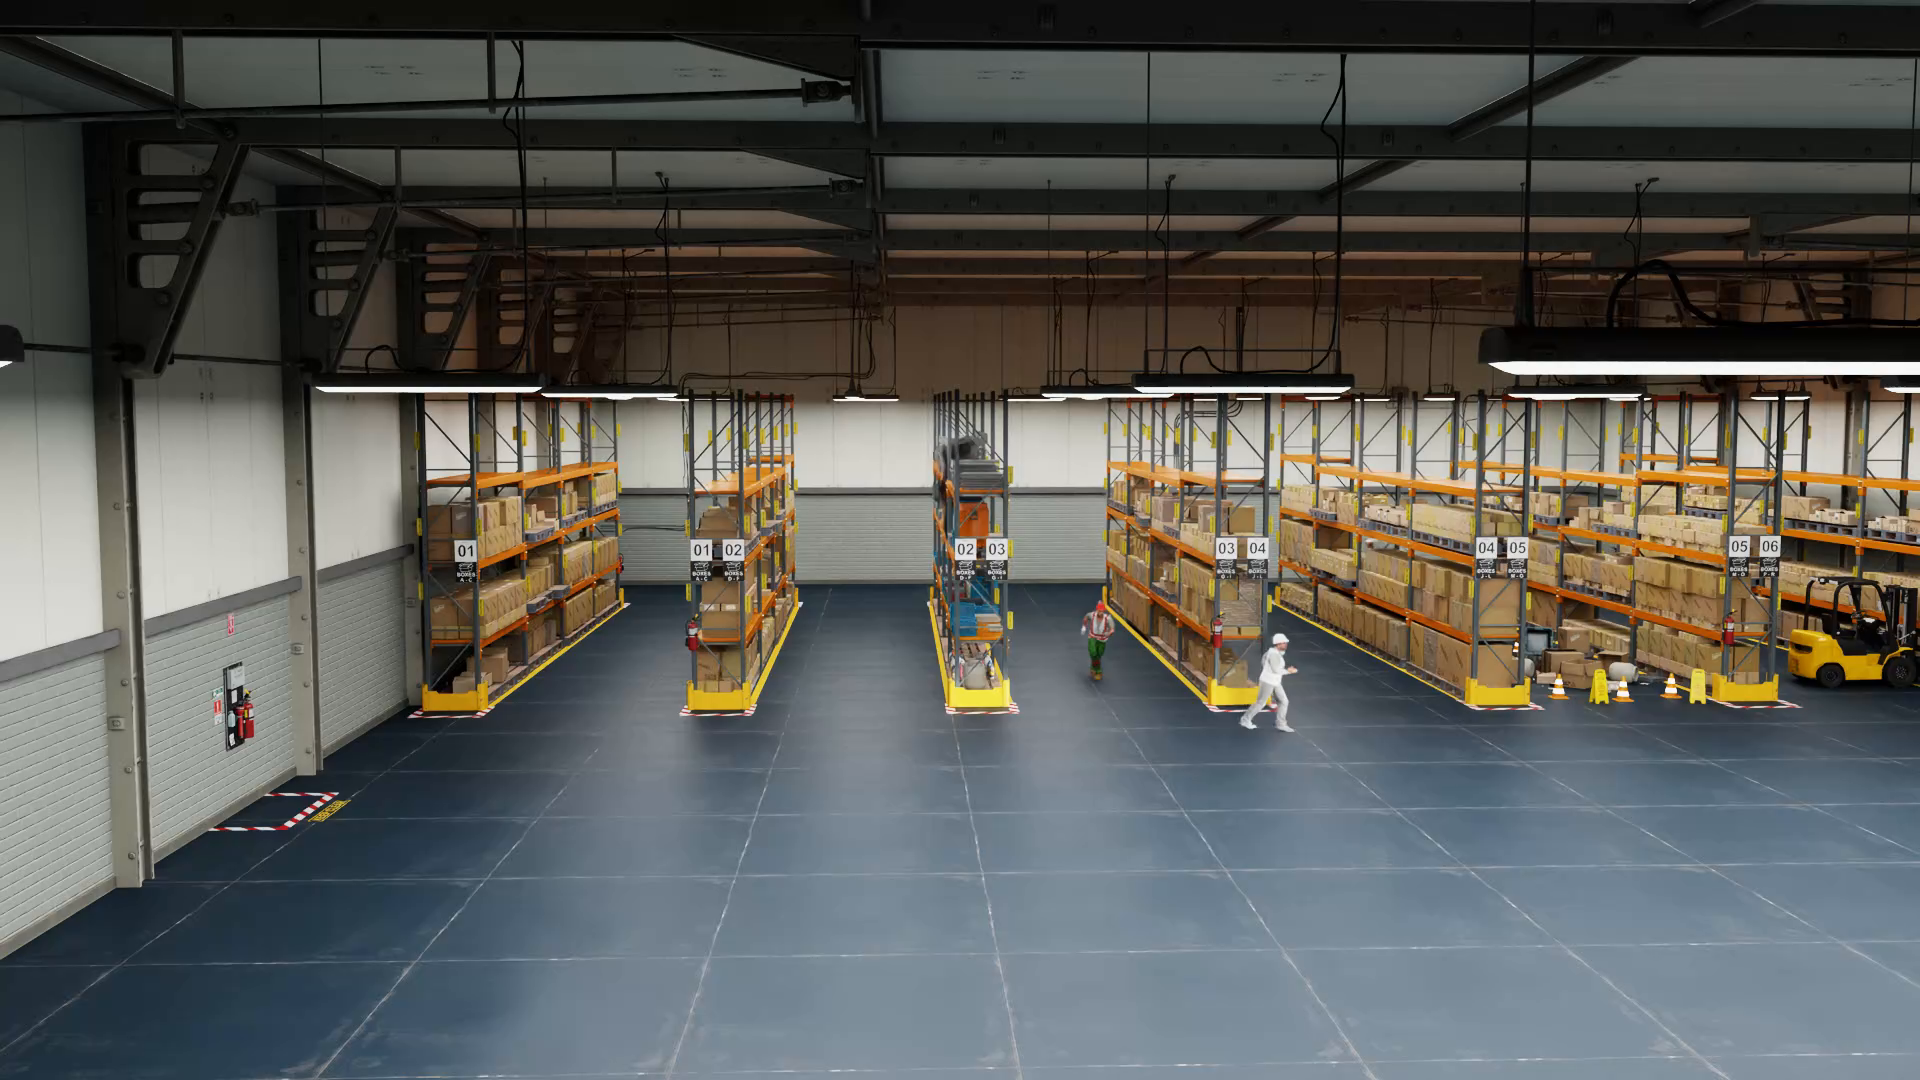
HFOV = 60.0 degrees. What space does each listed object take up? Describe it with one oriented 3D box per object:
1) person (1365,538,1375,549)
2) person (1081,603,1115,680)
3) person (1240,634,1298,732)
[{"bbox_3d":[12.094,0.852,48.950,0.856,1.826,0.683,-1,5,-8],"label":"person"},{"bbox_3d":[2.877,2.073,34.626,0.678,1.599,1.119,0,5,1],"label":"person"},{"bbox_3d":[5.389,2.482,28.945,0.981,1.738,0.659,2,5,21],"label":"person"}]
